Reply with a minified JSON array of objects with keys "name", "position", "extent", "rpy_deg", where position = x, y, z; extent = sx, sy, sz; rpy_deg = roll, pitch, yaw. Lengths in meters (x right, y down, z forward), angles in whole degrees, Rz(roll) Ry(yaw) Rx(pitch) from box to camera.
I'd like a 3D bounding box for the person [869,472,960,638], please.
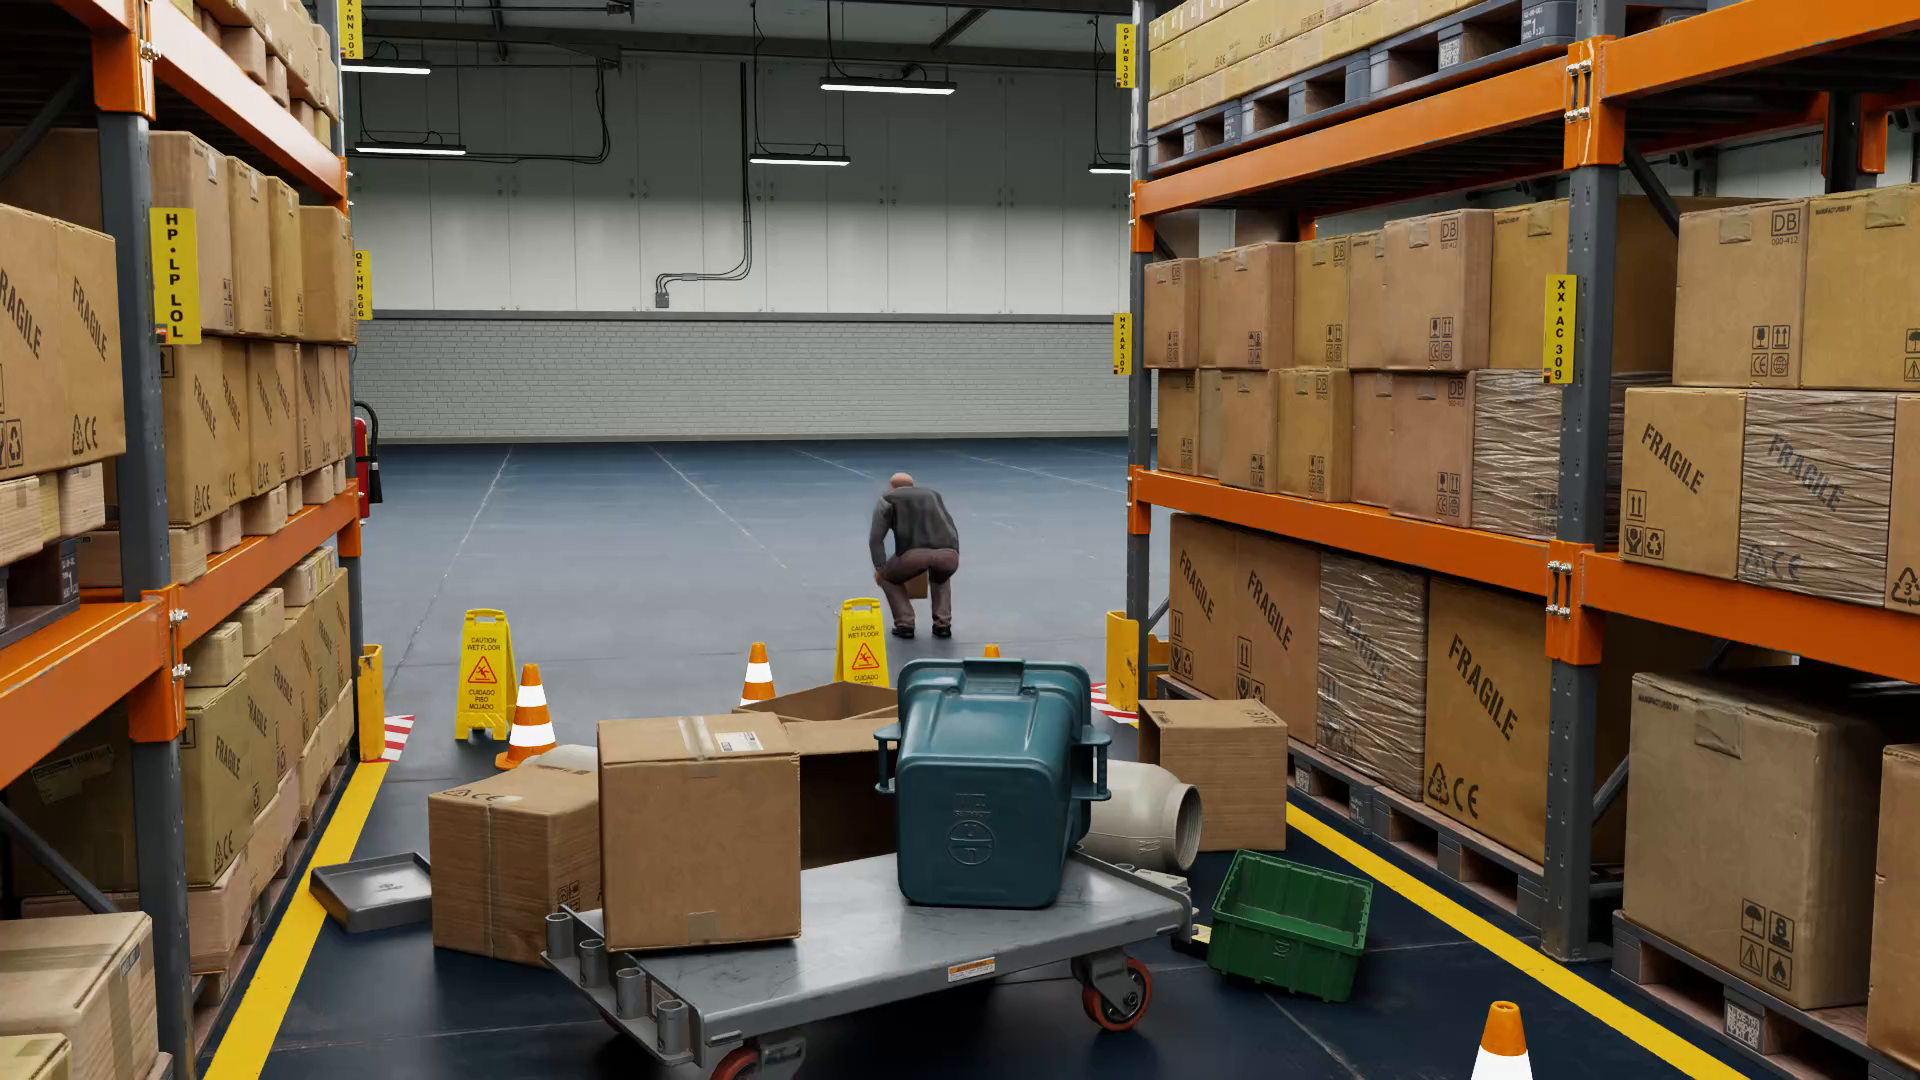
[{"name":"person","position":[-0.322,0.102,11.540],"extent":[0.561,1.104,0.824],"rpy_deg":[-1,6,-14]}]
